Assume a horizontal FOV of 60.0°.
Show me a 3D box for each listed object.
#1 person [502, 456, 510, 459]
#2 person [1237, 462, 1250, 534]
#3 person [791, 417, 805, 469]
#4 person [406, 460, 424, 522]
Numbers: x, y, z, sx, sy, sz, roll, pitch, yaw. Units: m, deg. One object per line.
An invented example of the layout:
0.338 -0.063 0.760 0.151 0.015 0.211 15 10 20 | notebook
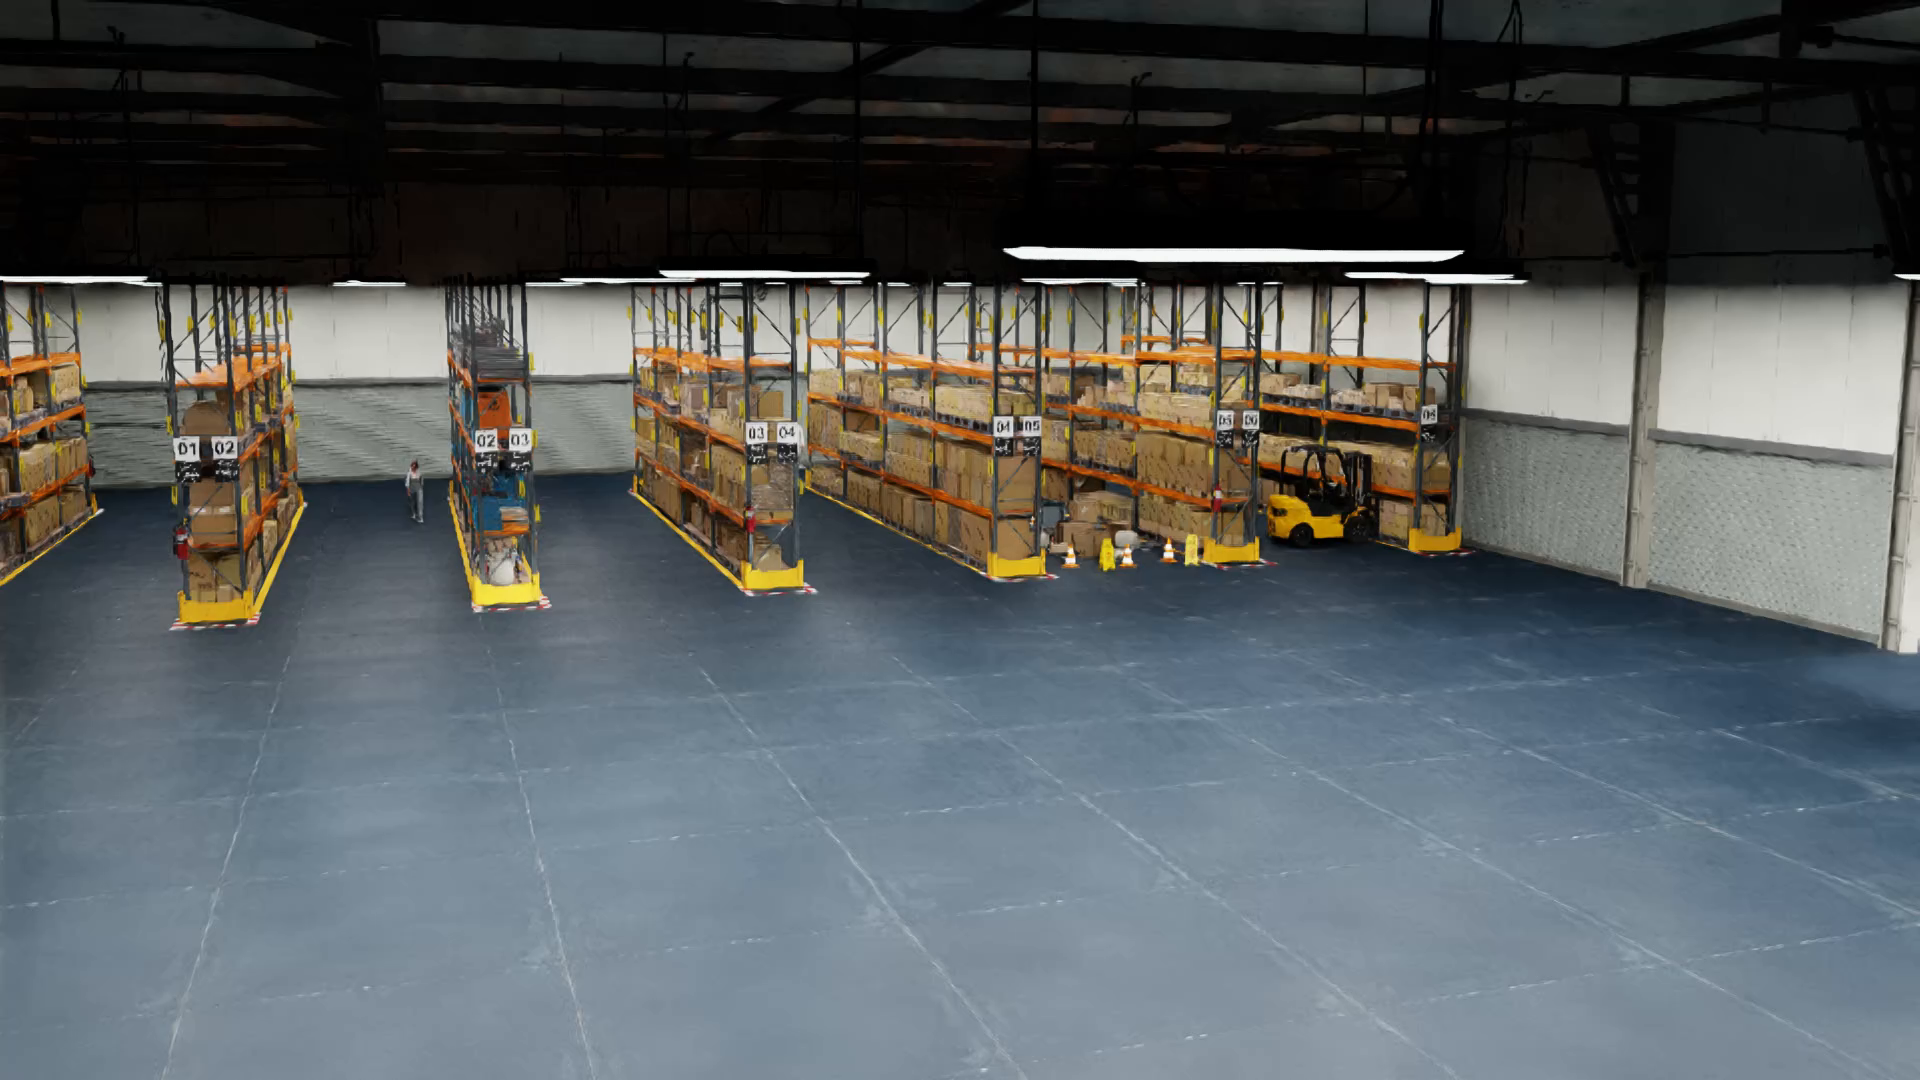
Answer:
-12.110 -1.731 44.464 0.655 1.509 0.824 -6 11 -35 | person
6.615 -0.997 39.144 0.551 1.642 0.574 2 9 12 | person
-5.222 -3.041 52.484 0.635 1.721 1.045 0 9 2 | person
-13.456 -1.225 41.058 0.417 1.517 1.036 -2 9 -16 | person
